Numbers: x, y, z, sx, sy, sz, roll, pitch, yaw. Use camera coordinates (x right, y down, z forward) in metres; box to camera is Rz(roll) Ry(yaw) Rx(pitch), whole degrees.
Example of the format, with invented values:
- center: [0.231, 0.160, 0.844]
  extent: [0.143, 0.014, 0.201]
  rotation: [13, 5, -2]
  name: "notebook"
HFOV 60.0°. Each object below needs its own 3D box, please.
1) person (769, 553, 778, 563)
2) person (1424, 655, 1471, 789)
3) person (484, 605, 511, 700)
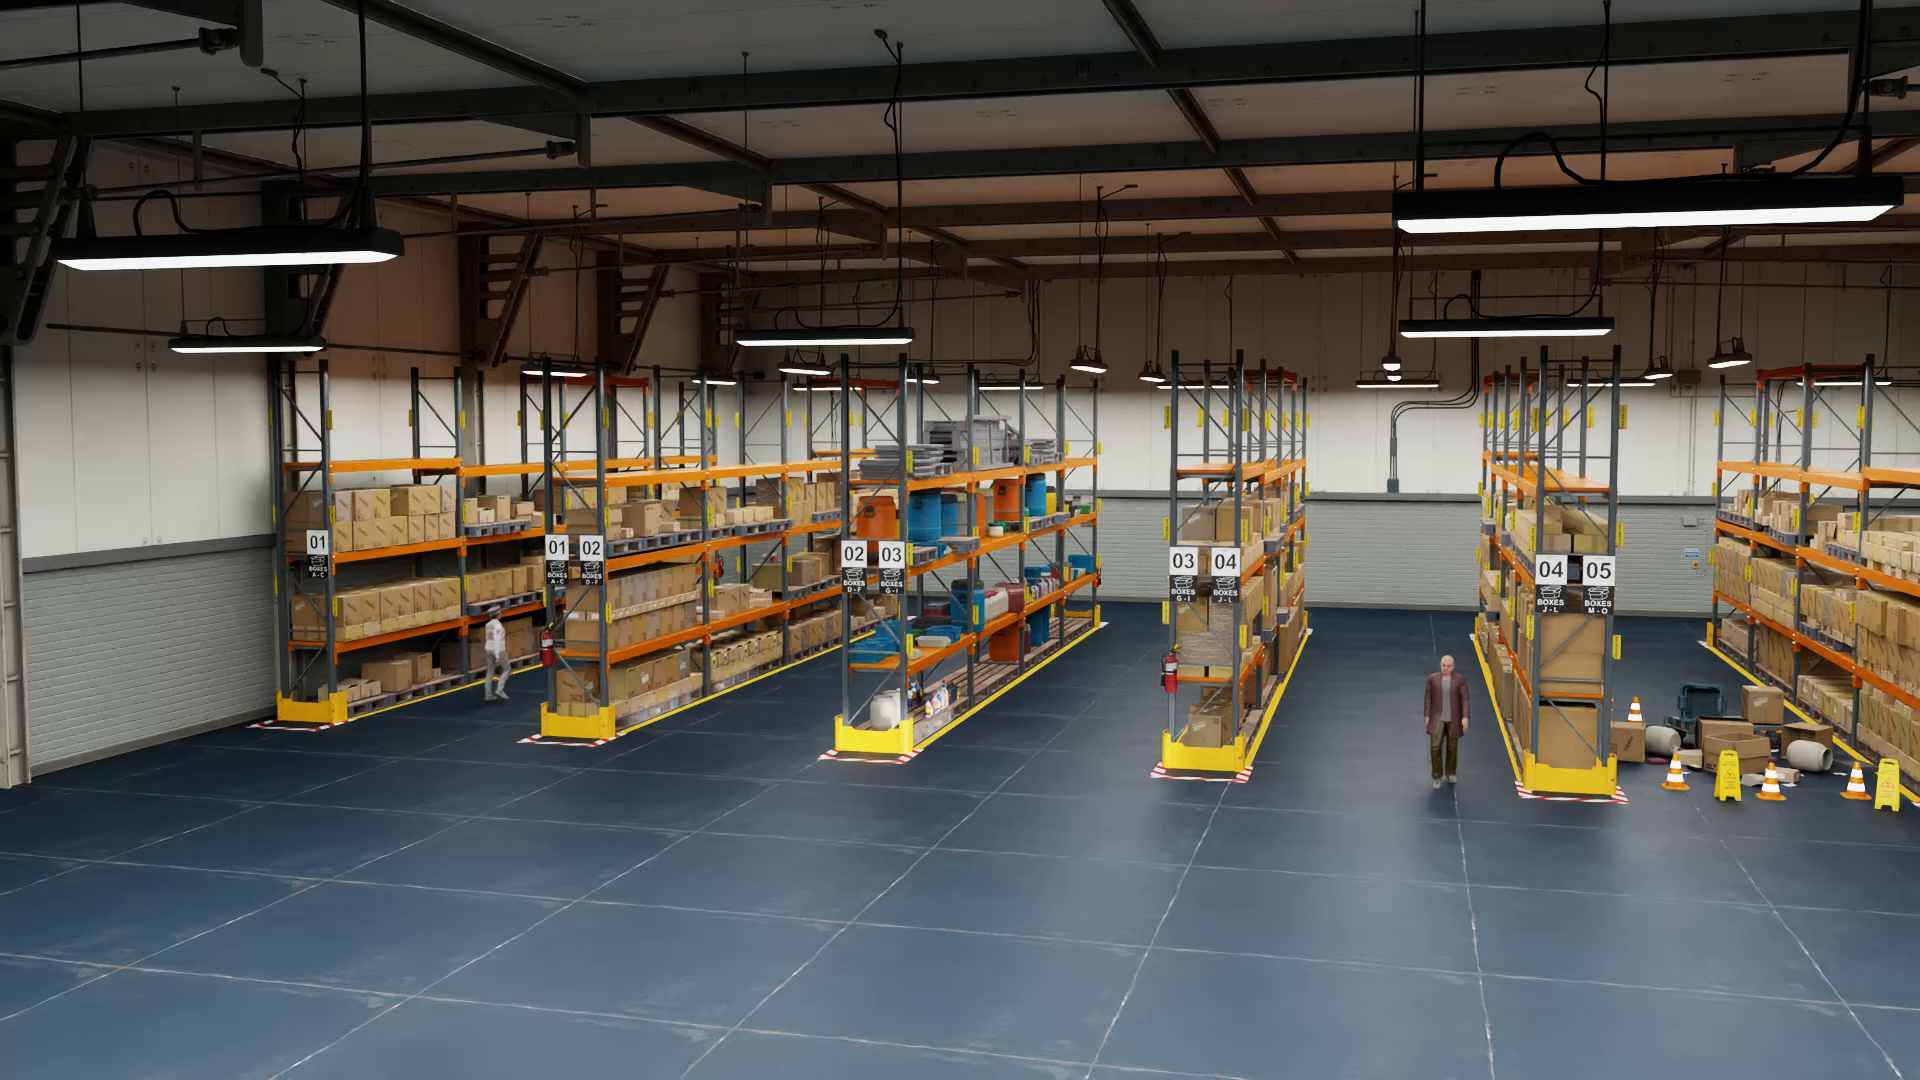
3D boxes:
- center: [-4.599, 1.190, 41.137]
  extent: [0.647, 1.737, 0.573]
  rotation: [-2, 5, -29]
  name: "person"
- center: [6.684, 2.493, 22.819]
  extent: [0.621, 1.831, 0.627]
  rotation: [1, 4, 18]
  name: "person"
- center: [-8.326, 2.019, 29.745]
  extent: [0.472, 1.678, 0.494]
  rotation: [2, 5, 27]
  name: "person"
